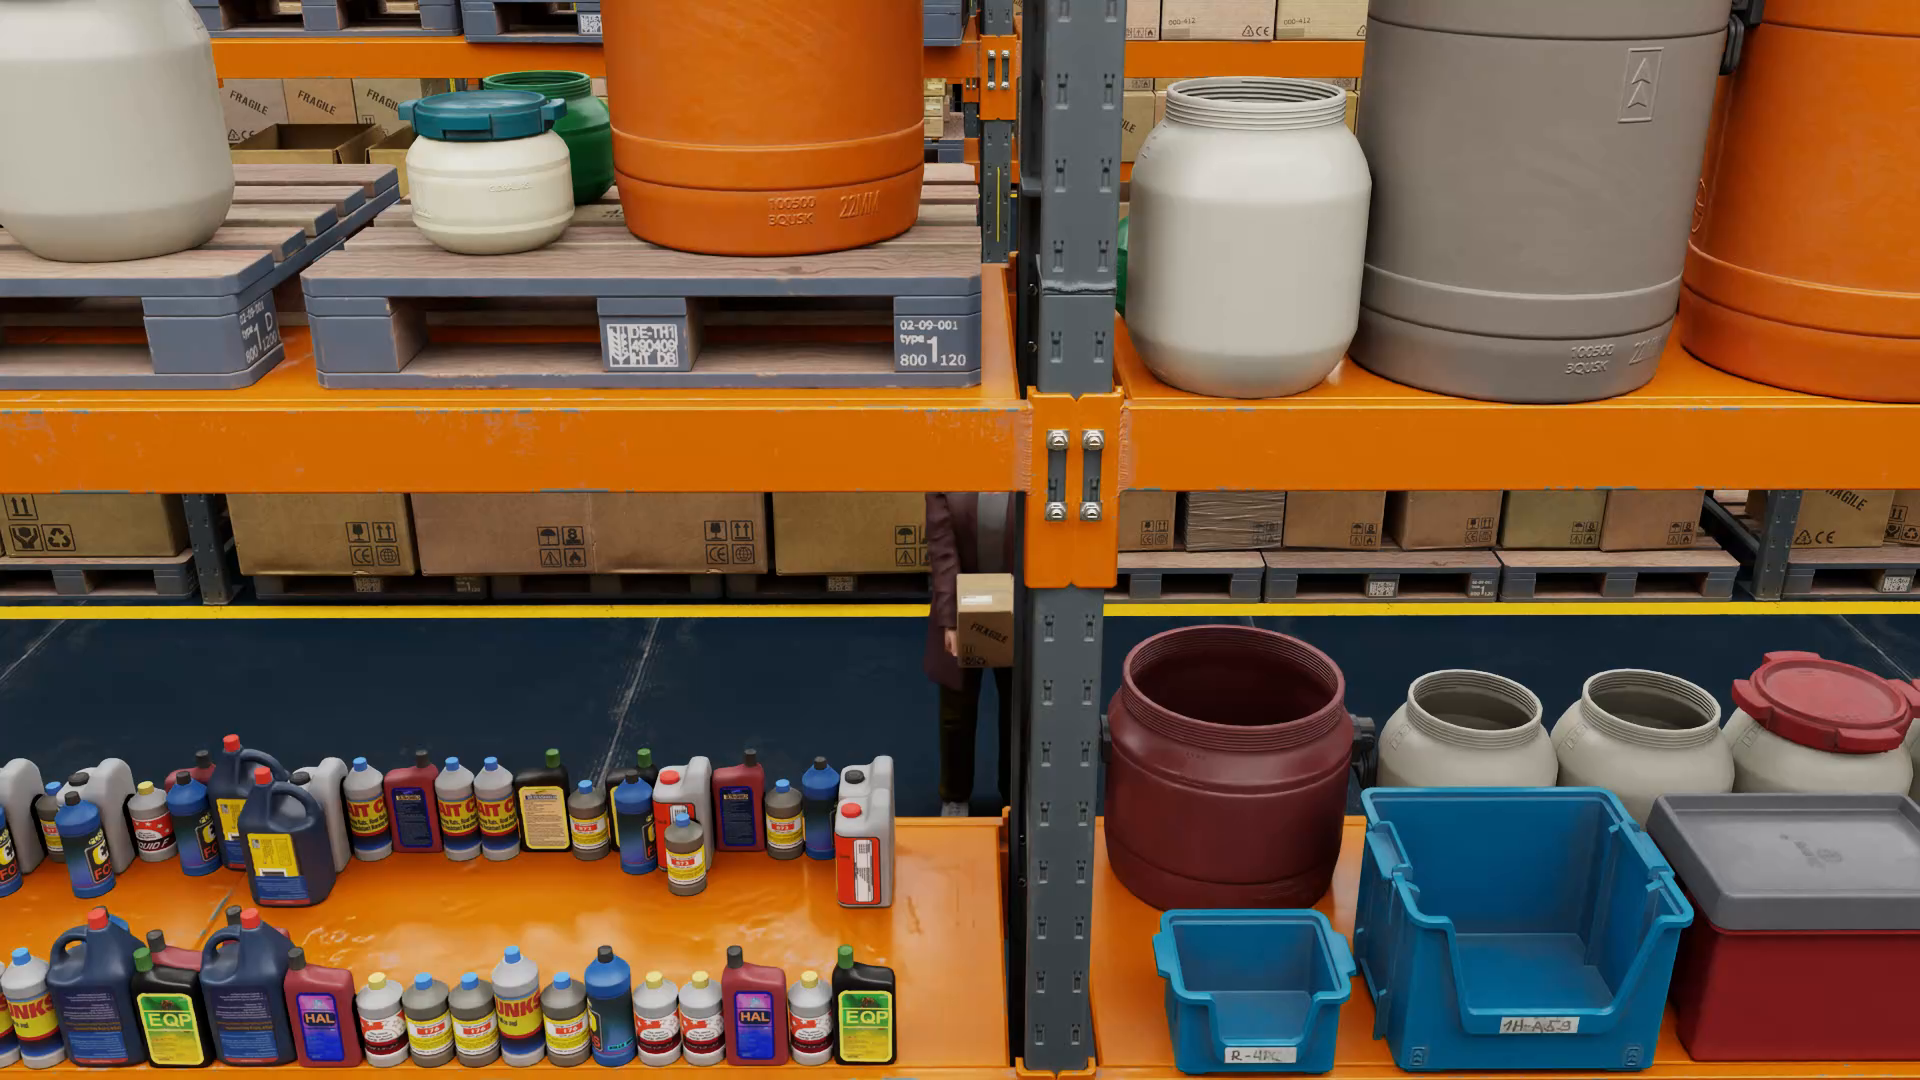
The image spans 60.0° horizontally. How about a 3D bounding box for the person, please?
[{"bbox_3d":[0.116,0.354,6.320,0.526,1.780,0.551,-1,24,-1],"label":"person"}]
